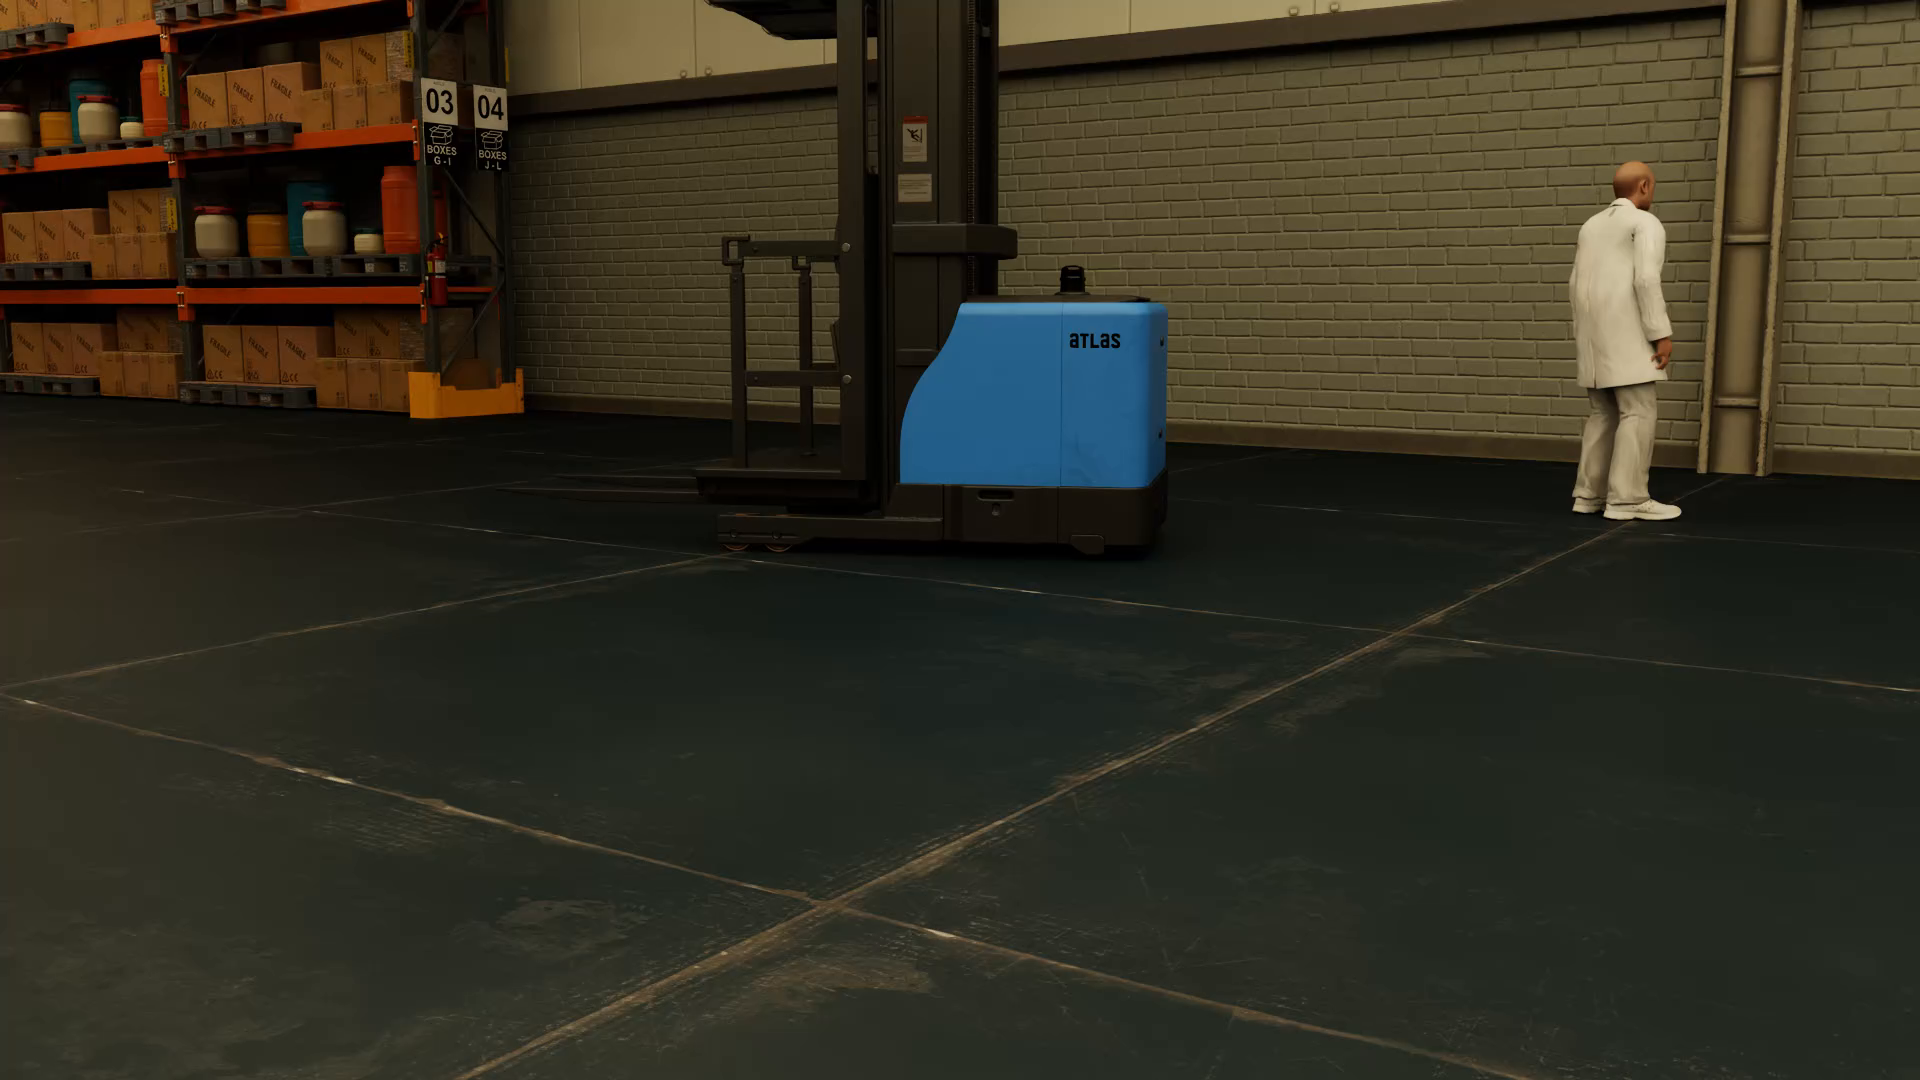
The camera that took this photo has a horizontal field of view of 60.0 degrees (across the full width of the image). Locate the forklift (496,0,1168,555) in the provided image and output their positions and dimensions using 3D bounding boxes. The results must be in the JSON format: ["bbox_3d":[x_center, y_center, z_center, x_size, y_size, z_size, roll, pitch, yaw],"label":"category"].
[{"bbox_3d":[-0.596,-1.469,7.520,3.031,2.935,1.130,2,8,12],"label":"forklift"}]

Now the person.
[{"bbox_3d":[3.332,-1.007,8.388,0.431,1.774,0.653,-2,8,-17],"label":"person"}]
